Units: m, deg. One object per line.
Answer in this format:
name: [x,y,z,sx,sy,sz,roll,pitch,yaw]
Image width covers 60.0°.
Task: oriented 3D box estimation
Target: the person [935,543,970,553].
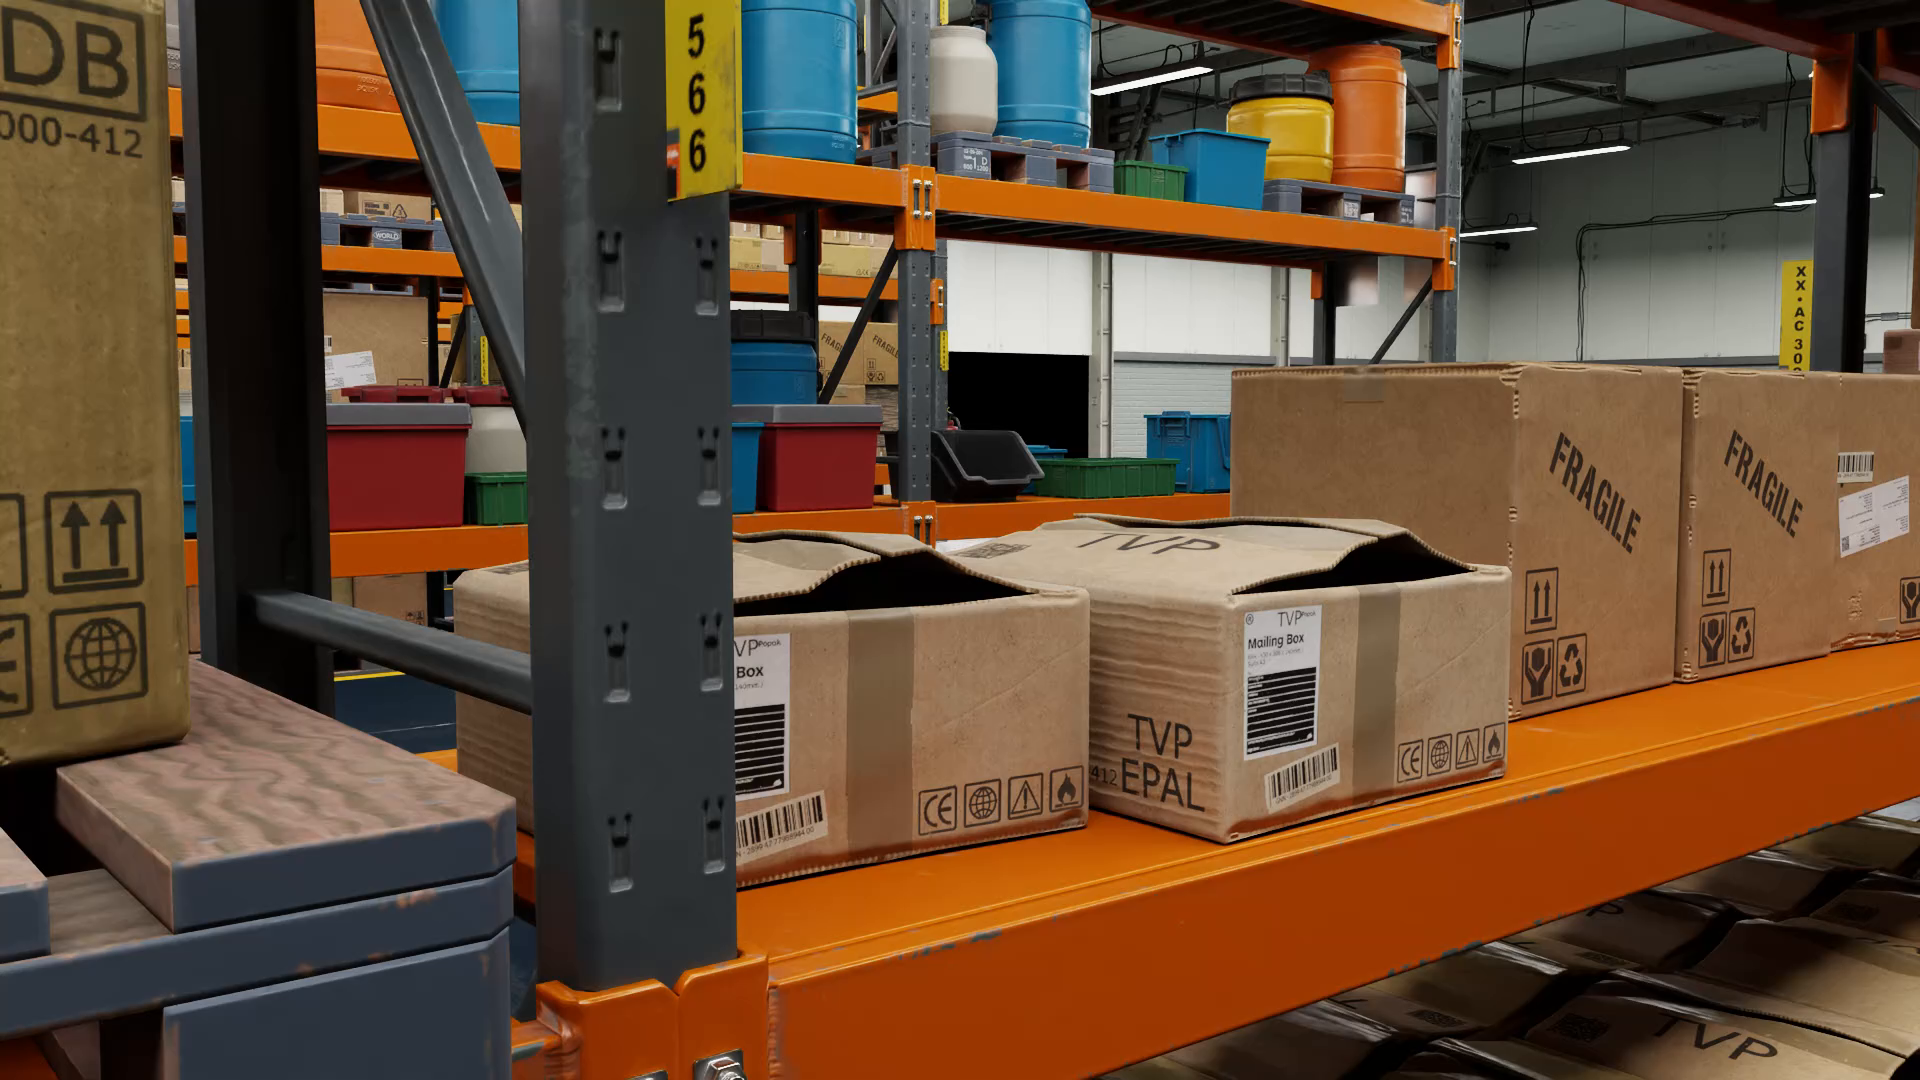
person: [-0.134,0.390,12.690,0.457,0.774,0.915,-4,6,-40]
